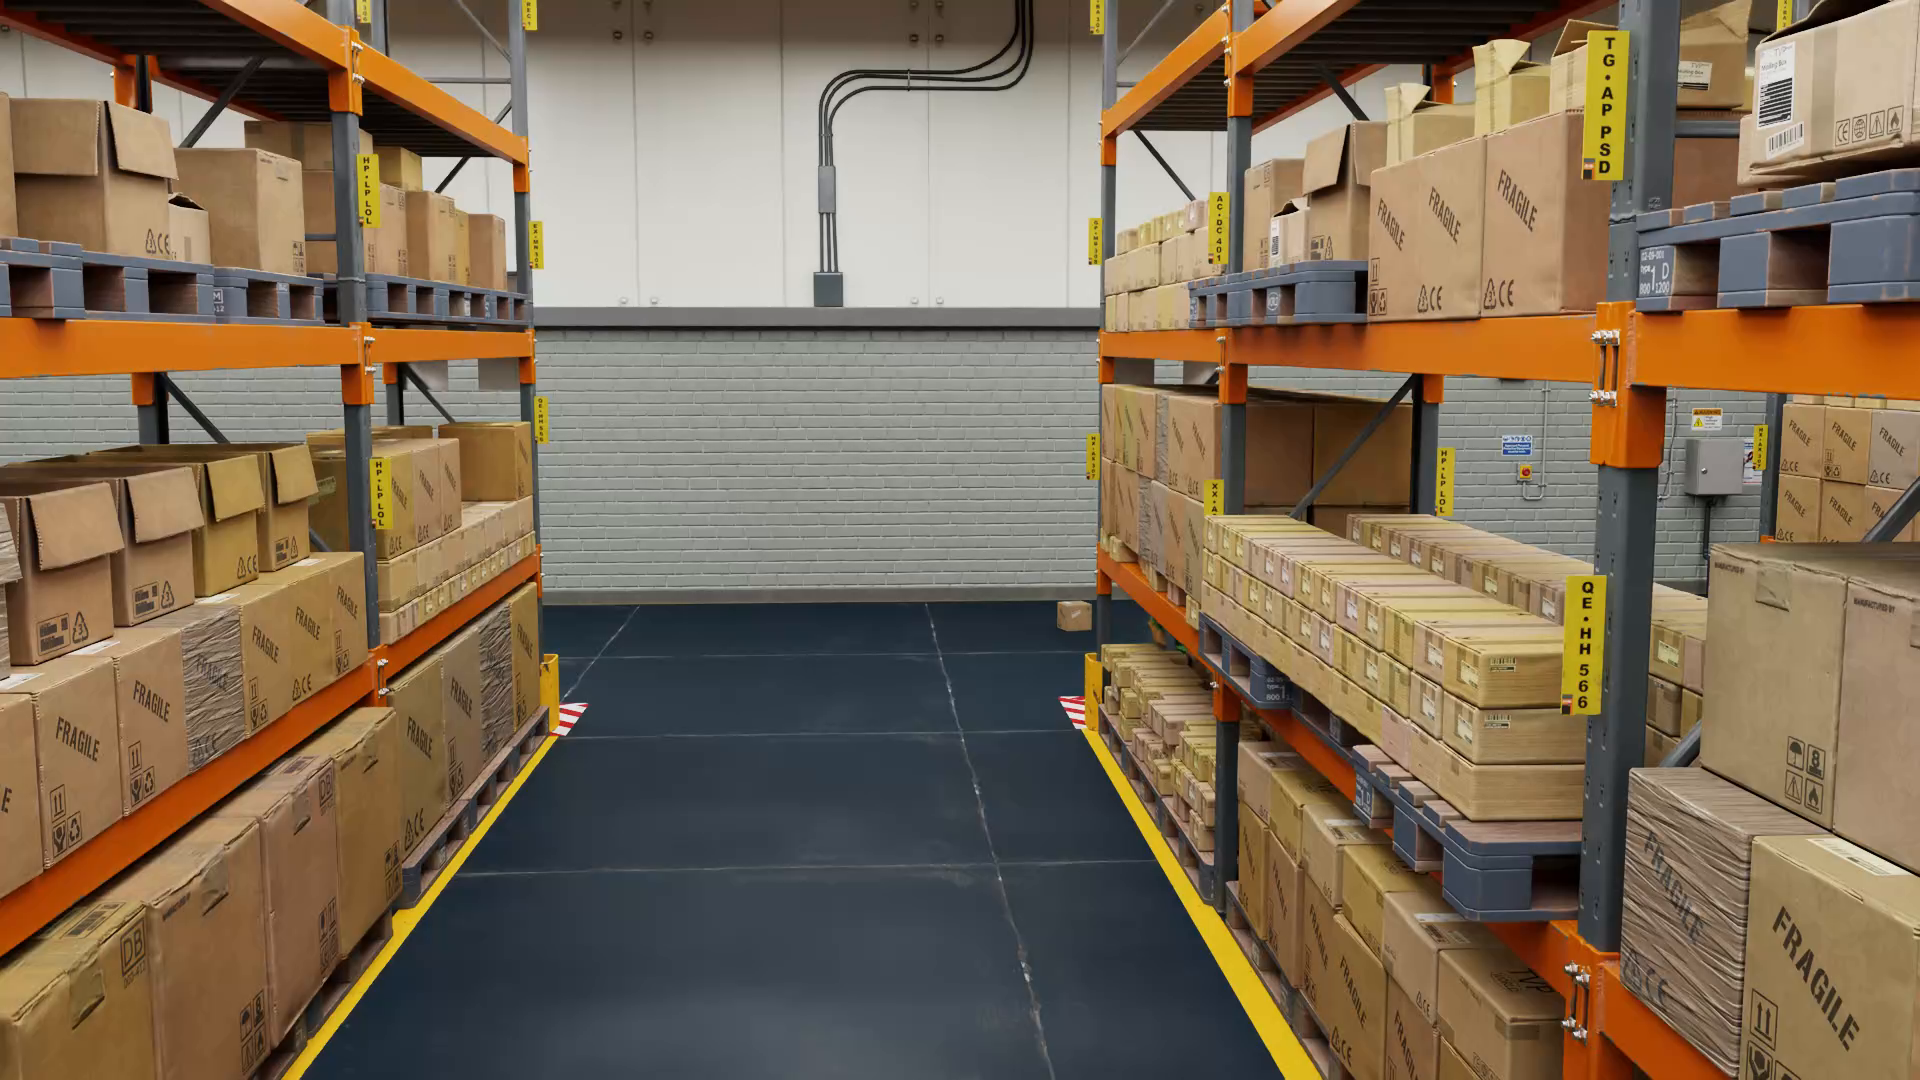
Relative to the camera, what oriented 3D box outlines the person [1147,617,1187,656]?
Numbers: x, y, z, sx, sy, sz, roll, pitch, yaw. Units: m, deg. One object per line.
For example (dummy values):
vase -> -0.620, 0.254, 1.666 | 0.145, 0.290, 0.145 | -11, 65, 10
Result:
person -> 1.845, 0.167, 14.201 | 0.574, 1.756, 0.892 | -5, 8, -34
